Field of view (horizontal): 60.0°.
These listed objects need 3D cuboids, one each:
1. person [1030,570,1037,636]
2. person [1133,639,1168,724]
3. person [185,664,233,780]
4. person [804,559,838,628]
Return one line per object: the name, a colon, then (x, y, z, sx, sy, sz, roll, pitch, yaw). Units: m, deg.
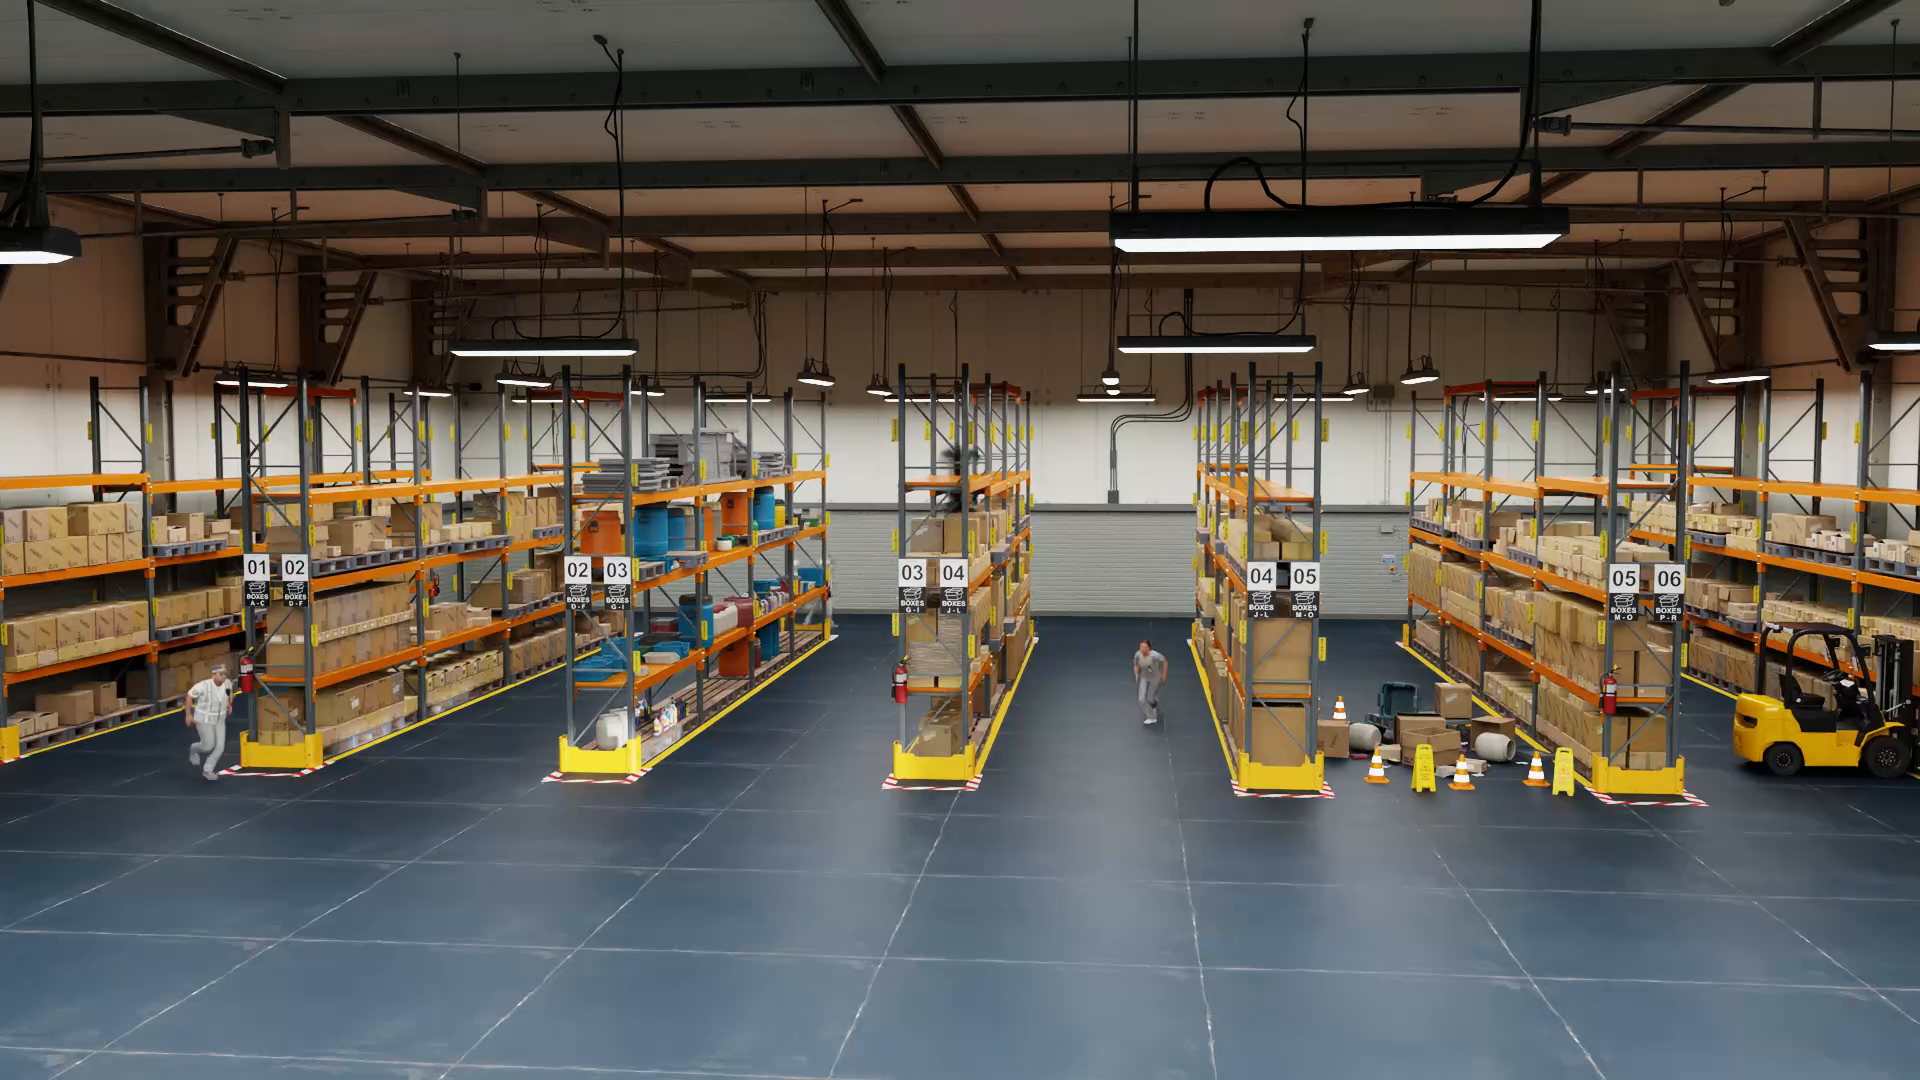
person: (1.512, 1.558, 41.019, 0.755, 1.650, 0.616, 1, 4, 11)
person: (3.293, 2.419, 28.588, 0.576, 1.506, 0.824, 2, 4, 23)
person: (-10.901, 2.624, 24.156, 0.761, 1.705, 0.666, 2, 4, 31)
person: (-3.452, 1.374, 42.376, 0.977, 1.747, 0.682, 3, 5, 36)
